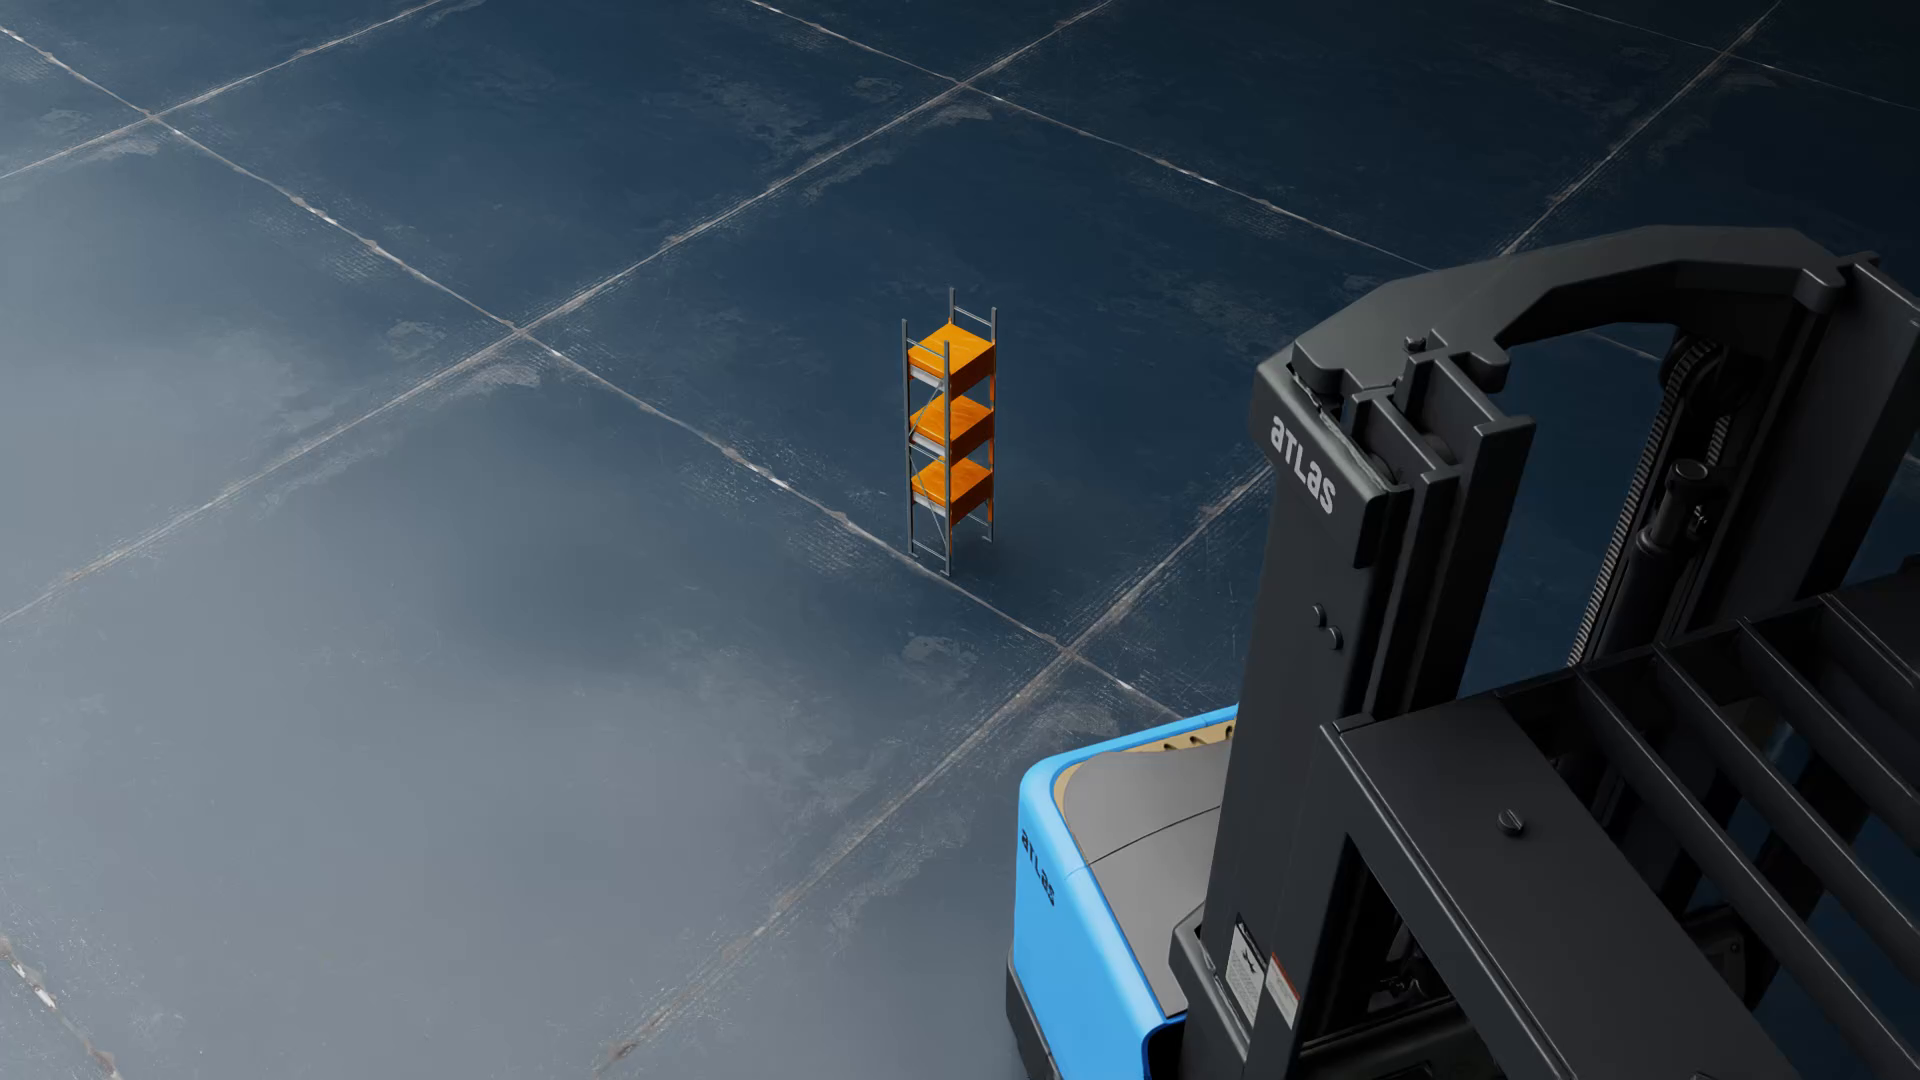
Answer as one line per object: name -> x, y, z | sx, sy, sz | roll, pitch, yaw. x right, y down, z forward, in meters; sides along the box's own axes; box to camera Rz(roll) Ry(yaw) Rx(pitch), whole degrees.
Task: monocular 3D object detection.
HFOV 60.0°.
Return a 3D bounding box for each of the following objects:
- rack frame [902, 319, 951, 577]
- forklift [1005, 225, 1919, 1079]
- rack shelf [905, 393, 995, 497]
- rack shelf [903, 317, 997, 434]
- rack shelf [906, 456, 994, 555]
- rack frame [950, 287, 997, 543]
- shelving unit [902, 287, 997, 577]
rack frame -> -0.113, -0.298, 5.797 | 0.200, 1.050, 0.008 | 29, 50, 28
forklift -> 1.104, 1.083, 2.880 | 1.130, 2.935, 3.031 | -14, 44, -14
rack shelf -> -0.034, -0.353, 5.874 | 0.215, 0.259, 0.240 | 29, 50, 28
rack shelf -> -0.034, -0.563, 5.683 | 0.215, 0.259, 0.240 | 29, 50, 28
rack shelf -> -0.034, -0.147, 6.061 | 0.215, 0.259, 0.240 | 29, 50, 28
rack frame -> 0.044, -0.424, 5.936 | 0.200, 1.050, 0.008 | 29, 50, 28
shelving unit -> -0.034, -0.361, 5.867 | 0.215, 1.050, 0.252 | 29, 50, 28
